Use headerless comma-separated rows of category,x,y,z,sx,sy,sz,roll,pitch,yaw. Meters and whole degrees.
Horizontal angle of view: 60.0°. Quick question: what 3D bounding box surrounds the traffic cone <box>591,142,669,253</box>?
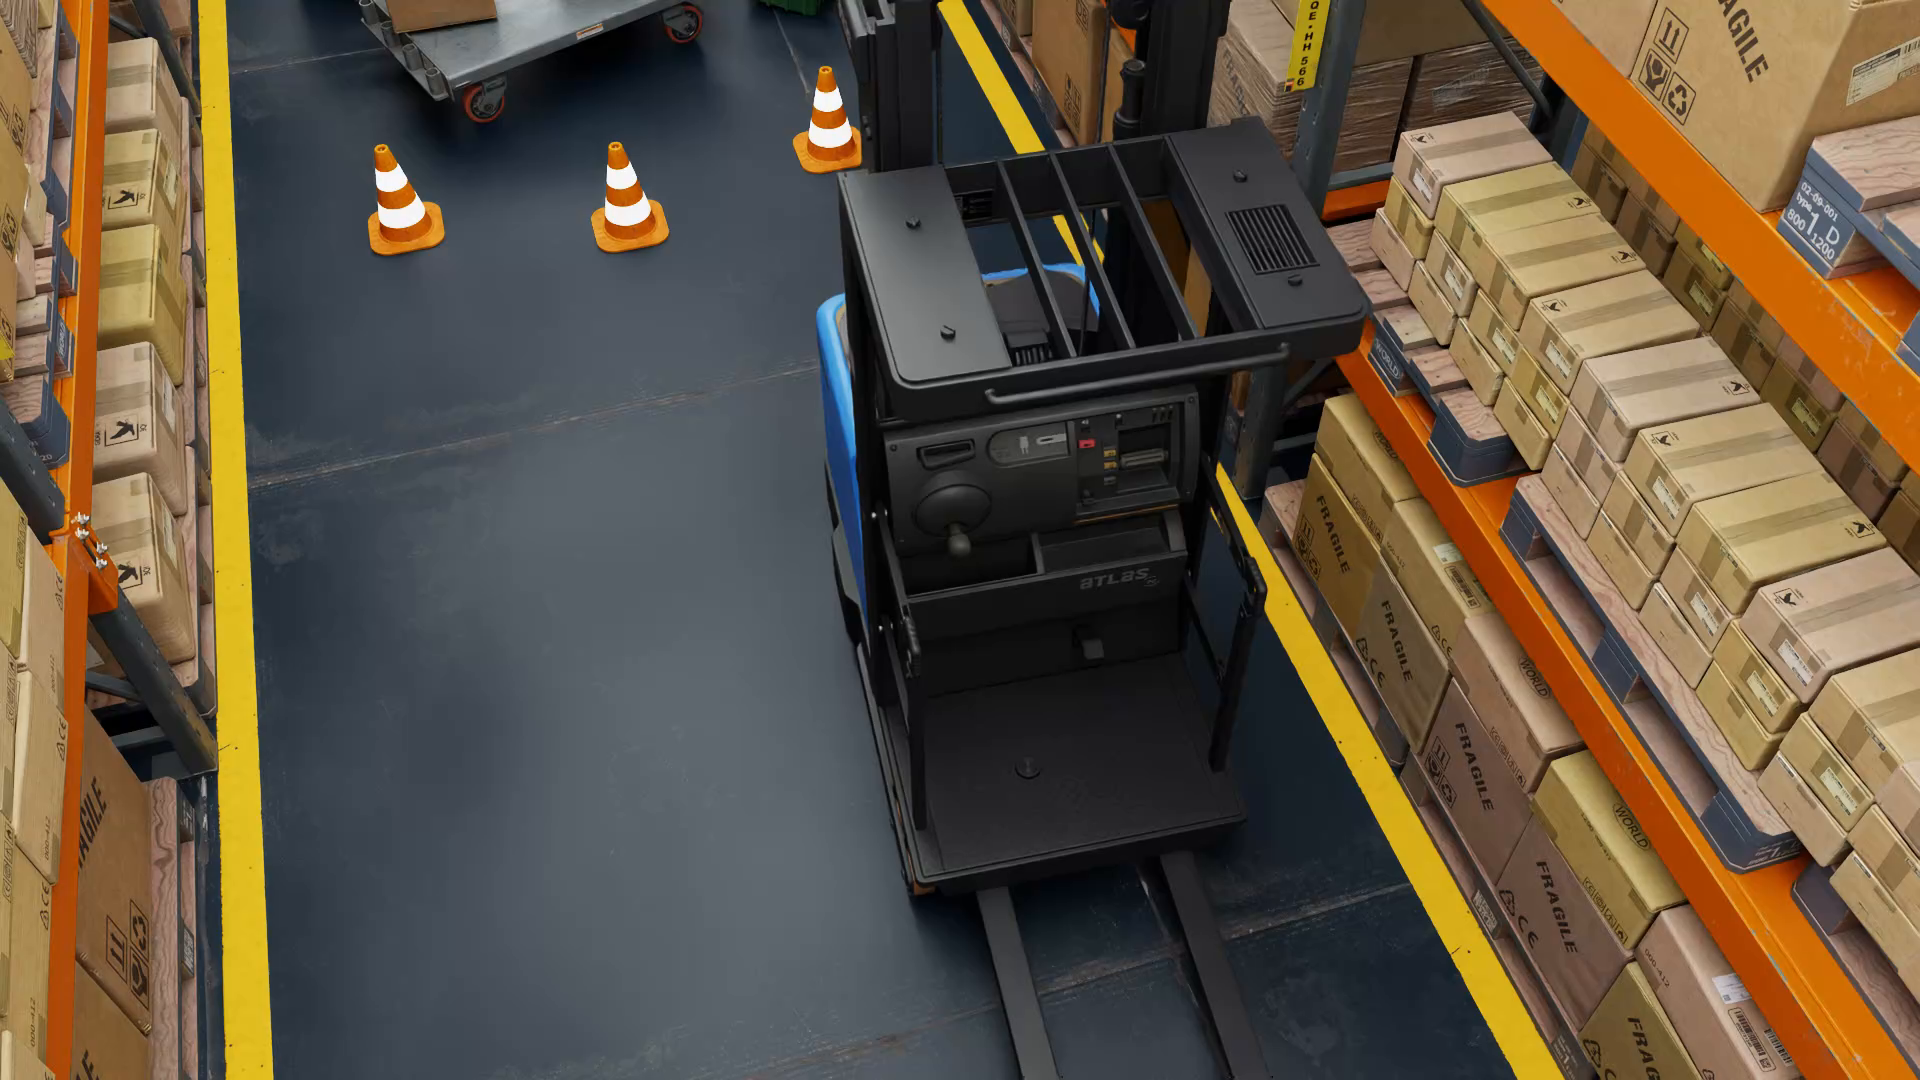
traffic cone,-1.541,-1.612,7.596,0.336,0.463,0.334,-13,51,-11

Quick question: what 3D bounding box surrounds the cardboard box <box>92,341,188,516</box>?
cardboard box,-3.487,-0.324,6.295,0.950,0.372,0.625,-14,51,-12

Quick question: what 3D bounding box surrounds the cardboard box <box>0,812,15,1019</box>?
cardboard box,-2.392,0.843,3.638,0.500,0.250,0.500,-15,51,-12

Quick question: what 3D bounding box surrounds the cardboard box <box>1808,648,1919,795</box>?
cardboard box,2.171,0.393,3.747,0.380,0.149,0.250,-15,51,-12

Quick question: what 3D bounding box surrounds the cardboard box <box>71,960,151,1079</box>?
cardboard box,-2.719,1.642,4.309,0.875,0.875,0.875,-13,51,-11

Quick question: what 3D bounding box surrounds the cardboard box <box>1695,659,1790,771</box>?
cardboard box,2.083,0.395,4.135,0.380,0.149,0.250,-11,51,-9

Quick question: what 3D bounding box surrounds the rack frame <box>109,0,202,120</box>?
rack frame,-4.287,-3.005,7.111,1.000,3.000,0.127,-13,51,-11

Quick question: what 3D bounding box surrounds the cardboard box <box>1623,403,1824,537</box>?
cardboard box,1.937,-0.181,4.231,0.380,0.149,0.250,-12,51,-10

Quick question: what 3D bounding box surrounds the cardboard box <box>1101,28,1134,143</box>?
cardboard box,1.239,-1.789,7.283,1.050,0.750,0.750,-13,51,-10

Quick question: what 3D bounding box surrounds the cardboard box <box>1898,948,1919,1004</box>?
cardboard box,2.322,0.974,3.647,0.380,0.149,0.250,-13,51,-11

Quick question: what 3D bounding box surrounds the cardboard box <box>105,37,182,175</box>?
cardboard box,-4.129,-1.911,7.632,0.950,0.372,0.625,-13,51,-11

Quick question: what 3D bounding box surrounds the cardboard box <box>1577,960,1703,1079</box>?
cardboard box,2.167,1.457,4.710,0.500,0.500,0.500,-14,51,-12

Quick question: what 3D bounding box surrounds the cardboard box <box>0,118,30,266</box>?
cardboard box,-3.176,-1.107,4.976,0.500,0.500,0.500,-11,51,-9

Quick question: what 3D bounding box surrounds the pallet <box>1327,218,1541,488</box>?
pallet,1.908,-0.718,5.309,1.213,0.211,1.003,-13,51,-11

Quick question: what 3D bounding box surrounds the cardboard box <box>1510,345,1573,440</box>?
cardboard box,1.785,-0.452,4.654,0.380,0.149,0.250,-13,51,-11

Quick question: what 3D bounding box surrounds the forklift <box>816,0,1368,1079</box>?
forklift,0.295,-0.090,4.699,1.130,2.935,3.031,-10,51,-8

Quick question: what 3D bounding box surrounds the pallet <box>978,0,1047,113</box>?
pallet,0.712,-2.752,8.722,1.003,0.211,1.213,-13,51,-11

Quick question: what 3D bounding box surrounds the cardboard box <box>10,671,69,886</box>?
cardboard box,-2.540,0.645,4.132,0.500,0.250,0.500,-12,51,-10

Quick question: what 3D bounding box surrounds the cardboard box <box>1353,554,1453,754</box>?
cardboard box,1.713,0.335,5.656,0.500,0.500,0.500,-13,51,-11

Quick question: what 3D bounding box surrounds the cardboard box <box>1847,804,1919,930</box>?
cardboard box,2.237,0.676,3.703,0.380,0.149,0.250,-15,51,-12

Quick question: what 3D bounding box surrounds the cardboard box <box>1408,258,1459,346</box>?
cardboard box,1.614,-0.762,5.110,0.380,0.149,0.250,-11,51,-9

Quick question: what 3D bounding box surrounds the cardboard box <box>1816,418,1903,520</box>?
cardboard box,2.560,-0.227,4.464,0.380,0.149,0.250,-12,51,-10

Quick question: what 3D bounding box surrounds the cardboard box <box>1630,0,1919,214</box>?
cardboard box,1.817,-1.070,3.453,0.500,0.500,0.500,-13,51,-11

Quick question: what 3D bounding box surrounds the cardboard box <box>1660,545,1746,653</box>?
cardboard box,2.012,0.108,4.181,0.380,0.149,0.250,-12,51,-10

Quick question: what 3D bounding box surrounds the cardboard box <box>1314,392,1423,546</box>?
cardboard box,1.568,-0.289,5.691,0.500,0.250,0.500,-15,52,-13

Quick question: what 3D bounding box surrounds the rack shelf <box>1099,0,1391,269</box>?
rack shelf,1.004,-2.505,7.160,1.077,0.370,4.000,-13,51,-11

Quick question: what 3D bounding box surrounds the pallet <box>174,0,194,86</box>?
pallet,-4.519,-2.588,8.584,1.003,0.211,1.213,-13,51,-11

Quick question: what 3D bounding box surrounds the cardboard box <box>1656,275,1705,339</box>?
cardboard box,2.328,-0.705,5.062,0.380,0.149,0.250,-13,51,-10

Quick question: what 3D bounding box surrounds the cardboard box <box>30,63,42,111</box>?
cardboard box,-3.454,-1.608,5.823,0.380,0.149,0.250,-12,51,-10

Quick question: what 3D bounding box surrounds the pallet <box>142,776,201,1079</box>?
pallet,-2.942,1.408,5.214,1.003,0.211,1.213,-13,51,-11

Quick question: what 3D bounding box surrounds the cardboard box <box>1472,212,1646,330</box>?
cardboard box,1.697,-0.765,4.723,0.380,0.149,0.250,-14,51,-11

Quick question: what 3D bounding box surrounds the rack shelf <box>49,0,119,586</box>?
rack shelf,-3.695,-1.312,6.154,1.077,0.370,4.000,-13,51,-11

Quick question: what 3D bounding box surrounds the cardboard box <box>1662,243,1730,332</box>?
cardboard box,2.337,-0.782,4.933,0.380,0.149,0.250,-12,51,-10

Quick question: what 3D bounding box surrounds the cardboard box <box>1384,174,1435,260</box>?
cardboard box,1.546,-1.028,5.140,0.380,0.149,0.250,-11,51,-9

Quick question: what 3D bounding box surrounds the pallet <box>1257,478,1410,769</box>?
pallet,1.825,0.194,6.238,1.003,0.211,1.213,-13,51,-11

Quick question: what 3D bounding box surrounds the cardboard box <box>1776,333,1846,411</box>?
cardboard box,2.476,-0.521,4.518,0.380,0.149,0.250,-13,51,-11

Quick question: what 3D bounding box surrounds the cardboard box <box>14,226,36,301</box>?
cardboard box,-3.111,-0.841,5.177,0.380,0.149,0.250,-16,52,-13

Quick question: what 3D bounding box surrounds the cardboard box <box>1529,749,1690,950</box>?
cardboard box,2.007,0.826,4.751,0.500,0.250,0.500,-15,52,-13

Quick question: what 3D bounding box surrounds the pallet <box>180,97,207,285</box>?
pallet,-4.055,-1.538,7.698,1.003,0.211,1.213,-13,51,-11

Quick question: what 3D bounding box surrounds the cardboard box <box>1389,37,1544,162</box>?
cardboard box,1.720,-1.697,5.943,0.500,0.500,0.500,-13,51,-11

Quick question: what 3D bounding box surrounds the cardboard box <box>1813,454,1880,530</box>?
cardboard box,2.554,-0.136,4.582,0.380,0.149,0.250,-12,51,-10

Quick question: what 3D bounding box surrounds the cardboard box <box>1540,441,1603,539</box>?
cardboard box,1.856,-0.175,4.615,0.380,0.149,0.250,-12,51,-10

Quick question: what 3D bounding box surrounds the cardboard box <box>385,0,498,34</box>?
cardboard box,-2.595,-2.867,8.135,0.500,0.500,0.500,-13,51,-11

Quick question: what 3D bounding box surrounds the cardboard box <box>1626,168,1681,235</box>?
cardboard box,2.250,-1.084,4.992,0.380,0.149,0.250,-14,51,-11
